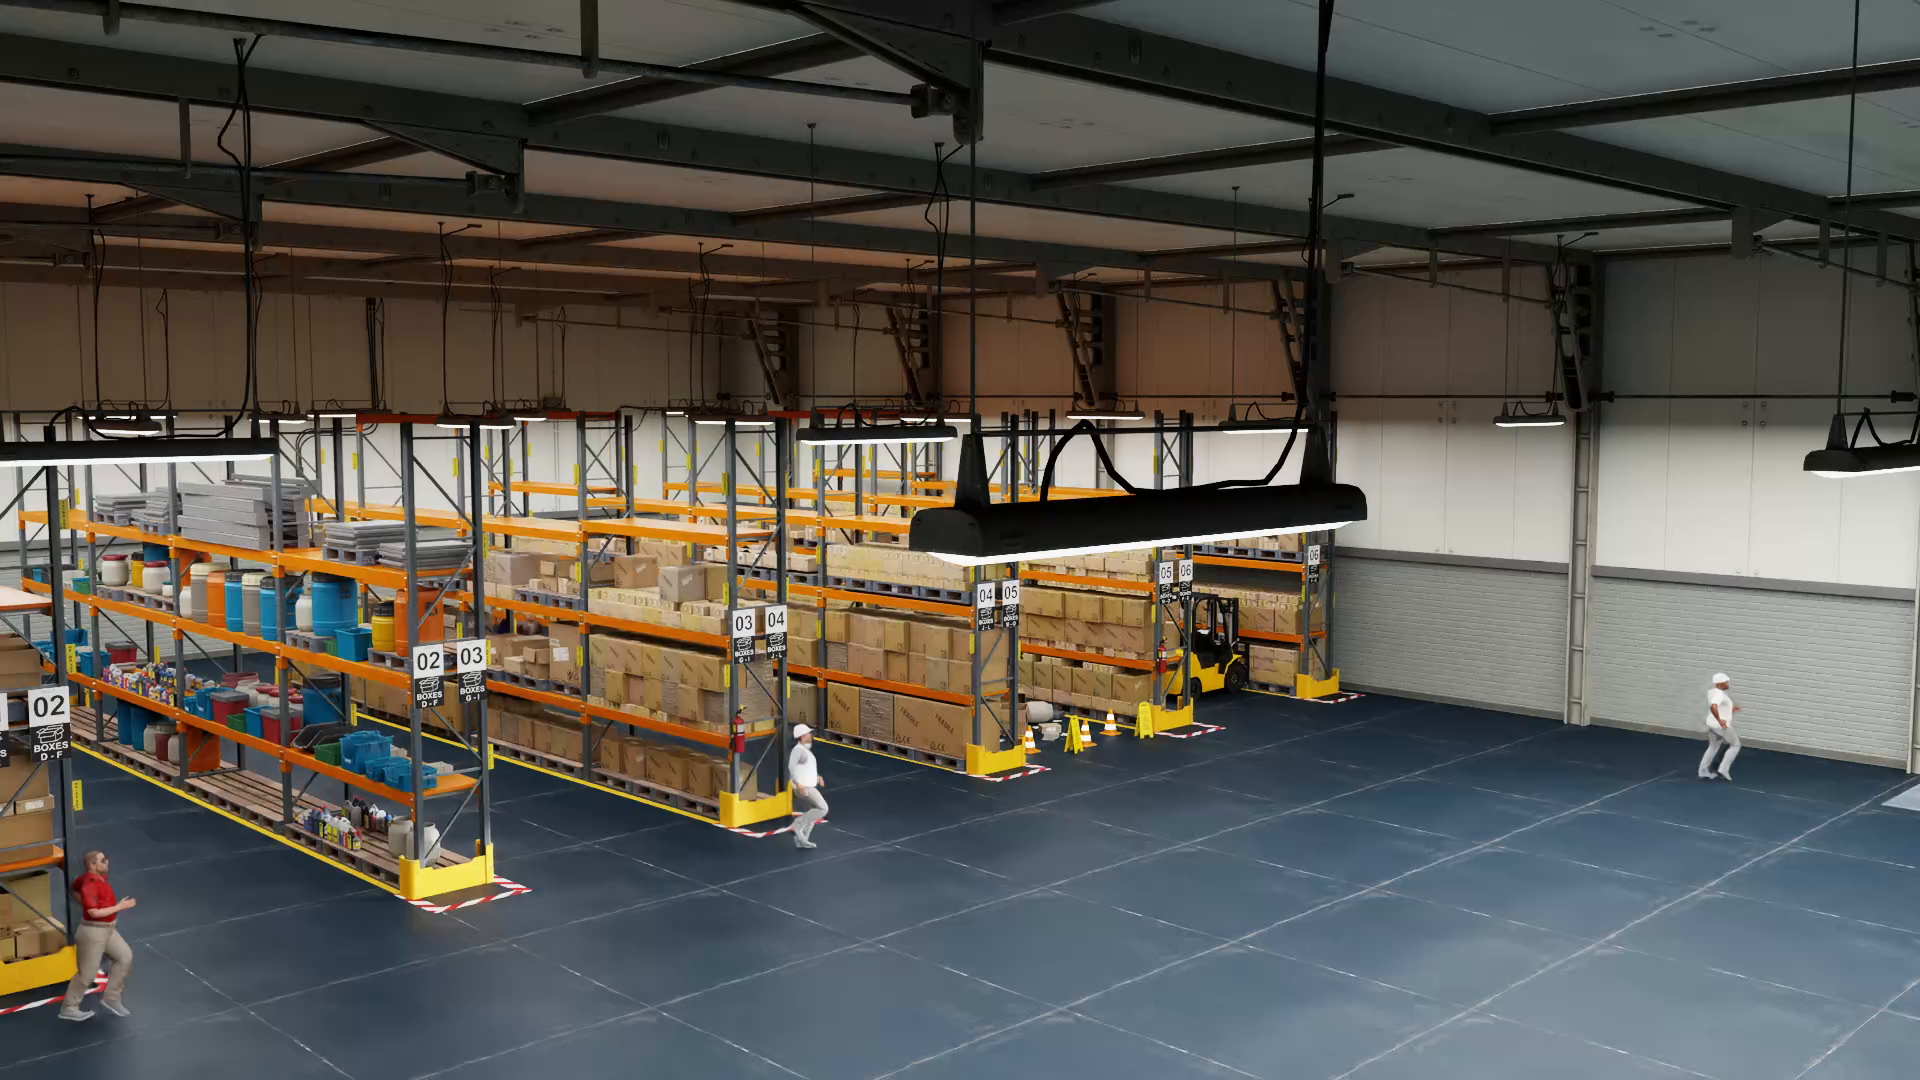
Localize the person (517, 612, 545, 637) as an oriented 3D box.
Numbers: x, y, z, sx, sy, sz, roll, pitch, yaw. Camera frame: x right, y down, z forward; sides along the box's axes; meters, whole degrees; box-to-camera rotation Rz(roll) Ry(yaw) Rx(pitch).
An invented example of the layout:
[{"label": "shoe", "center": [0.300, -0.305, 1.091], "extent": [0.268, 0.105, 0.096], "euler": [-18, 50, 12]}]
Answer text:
[{"label": "person", "center": [-9.185, 2.361, 35.633], "extent": [0.684, 1.750, 0.683], "euler": [-5, 7, -42]}]

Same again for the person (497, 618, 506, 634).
[{"label": "person", "center": [-11.190, 2.010, 40.838], "extent": [0.536, 1.587, 0.651], "euler": [0, 5, -3]}]

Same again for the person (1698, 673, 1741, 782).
[{"label": "person", "center": [12.511, 3.081, 27.333], "extent": [0.692, 1.781, 0.685], "euler": [0, 5, -2]}]

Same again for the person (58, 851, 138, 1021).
[{"label": "person", "center": [-8.716, 4.021, 16.830], "extent": [0.756, 1.783, 0.659], "euler": [-1, 5, -14]}]

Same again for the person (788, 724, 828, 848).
[{"label": "person", "center": [-2.129, 3.448, 23.432], "extent": [0.538, 1.700, 0.684], "euler": [0, 5, -2]}]
